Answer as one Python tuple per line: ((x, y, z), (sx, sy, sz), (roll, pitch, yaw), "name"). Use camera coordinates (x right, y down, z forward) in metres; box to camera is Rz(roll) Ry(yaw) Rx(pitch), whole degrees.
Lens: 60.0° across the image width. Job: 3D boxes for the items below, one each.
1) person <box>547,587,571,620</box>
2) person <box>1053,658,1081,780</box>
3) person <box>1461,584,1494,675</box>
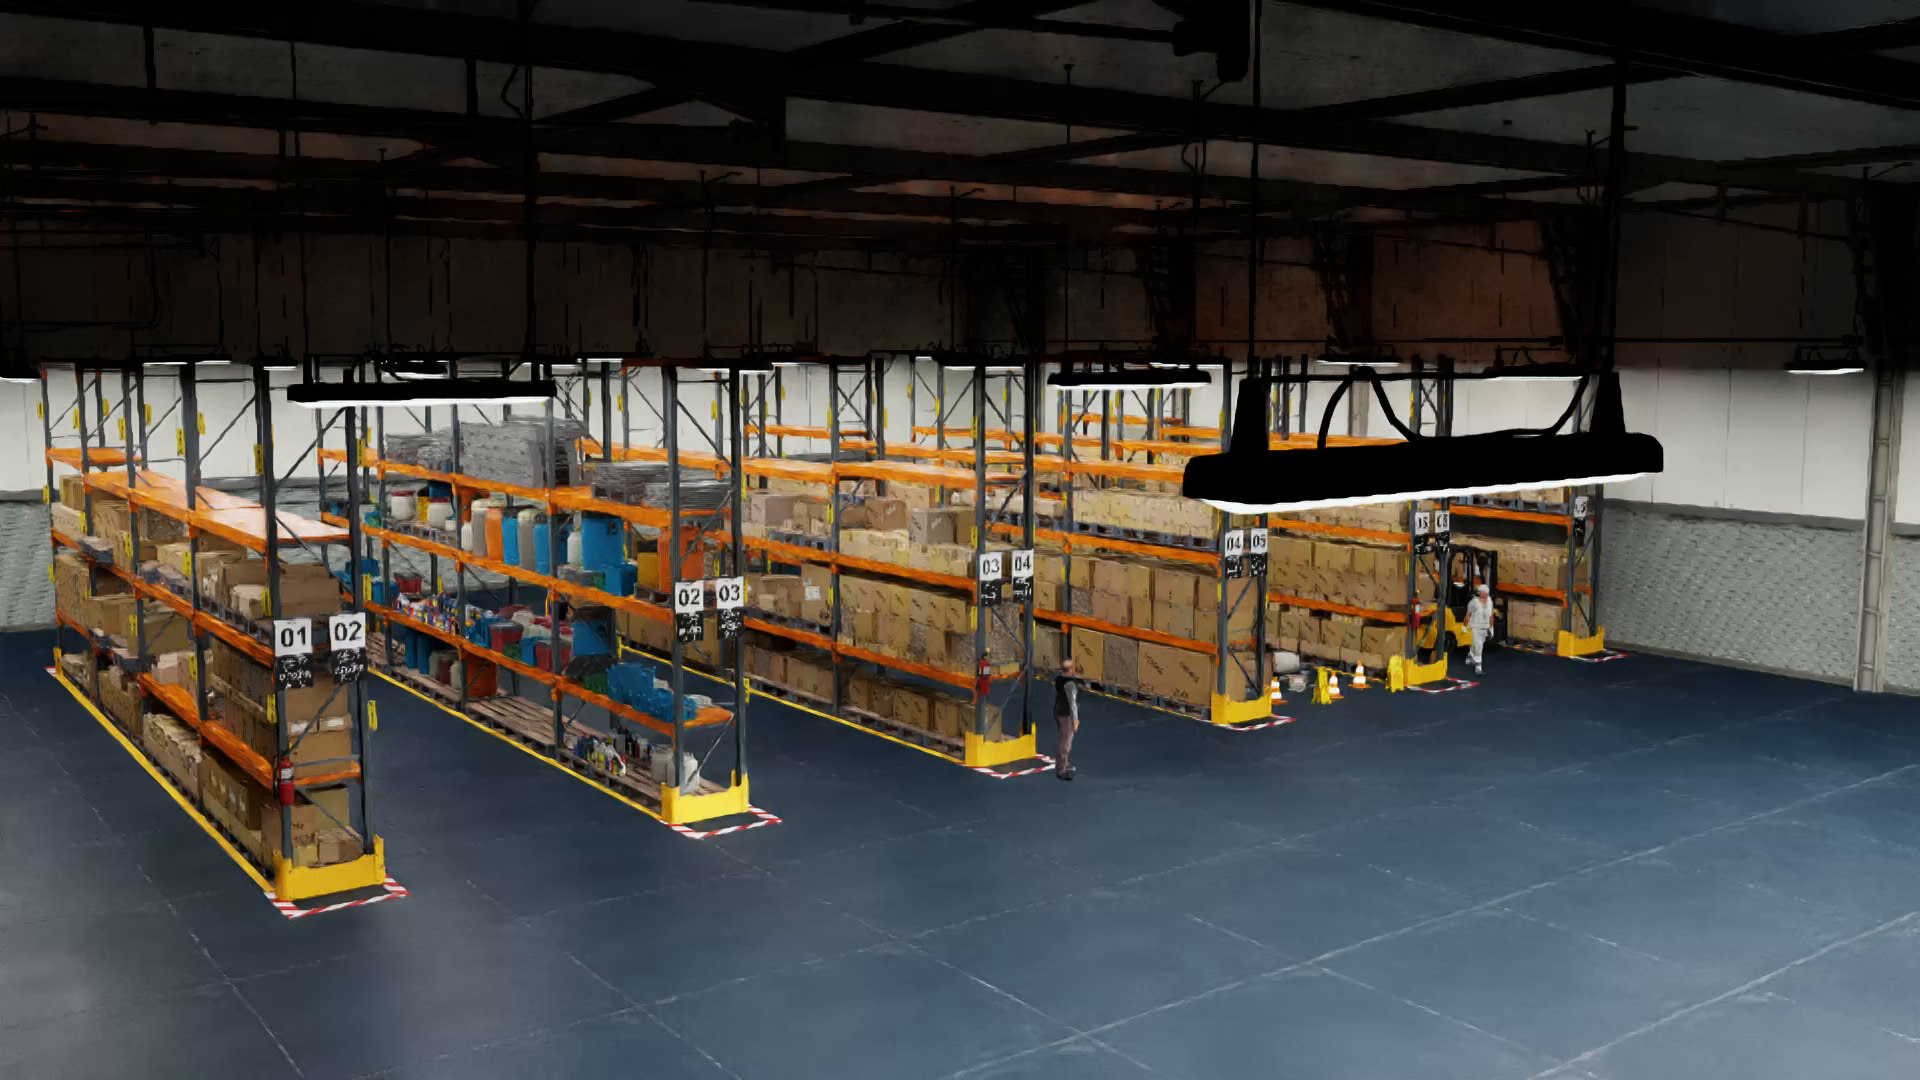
((-8.329, 1.389, 34.686), (0.479, 1.536, 1.082), (-5, 9, -38), "person")
((1.561, 2.569, 24.146), (0.428, 1.725, 0.615), (-2, 7, -15), "person")
((9.901, 1.673, 31.739), (0.598, 1.733, 0.989), (-2, 7, -16), "person")
